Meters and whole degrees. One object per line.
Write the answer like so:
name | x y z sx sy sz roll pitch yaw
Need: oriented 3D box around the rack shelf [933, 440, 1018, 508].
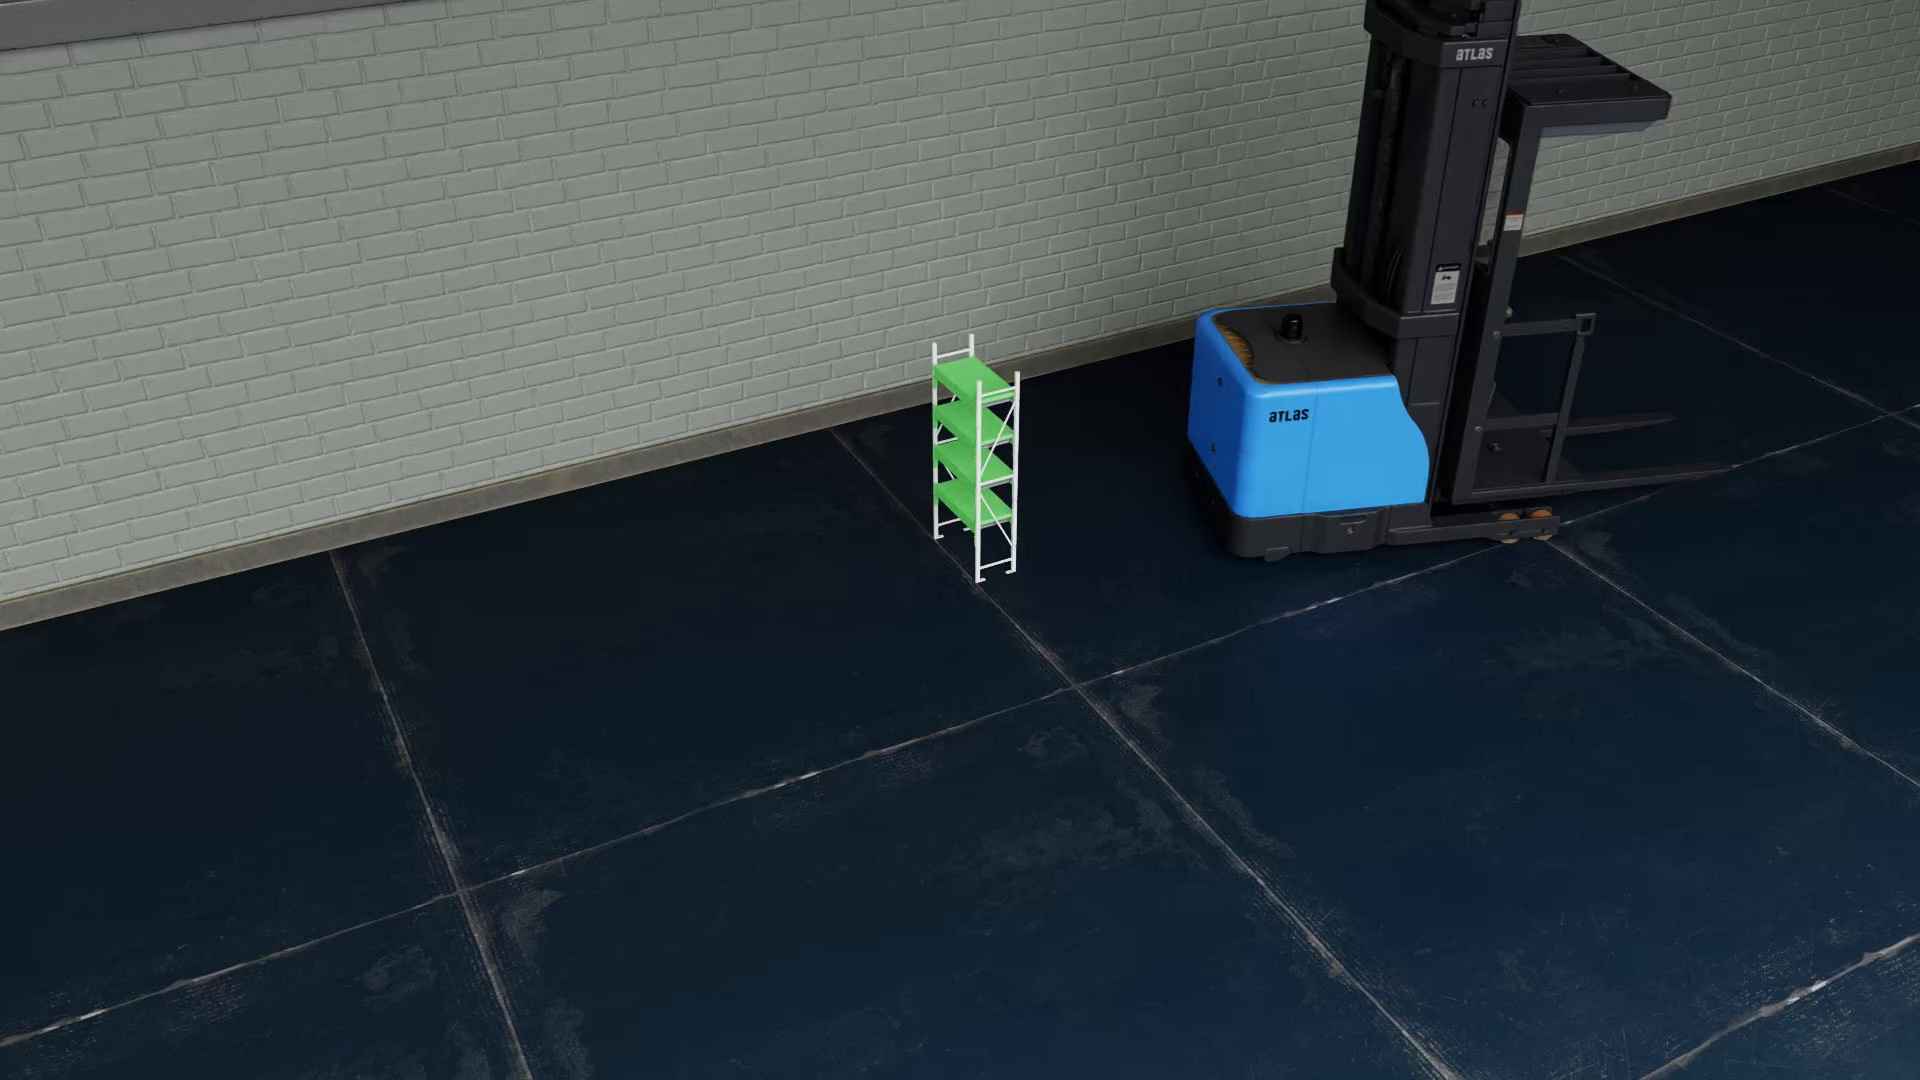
rack shelf | 0.077 -0.372 8.837 0.258 0.148 0.480 -16 36 -23

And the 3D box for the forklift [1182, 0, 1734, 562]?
forklift | 2.866 -1.491 8.860 3.031 2.935 1.130 -5 33 -8

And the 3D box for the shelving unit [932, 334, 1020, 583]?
shelving unit | 0.077 -0.426 8.803 0.258 1.200 0.503 -16 36 -23

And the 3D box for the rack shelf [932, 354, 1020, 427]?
rack shelf | 0.077 -0.777 8.579 0.258 0.148 0.480 -16 36 -23

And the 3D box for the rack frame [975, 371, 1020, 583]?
rack frame | 0.191 -0.310 8.621 0.240 1.200 0.015 -16 36 -23

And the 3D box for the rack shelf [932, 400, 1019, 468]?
rack shelf | 0.077 -0.574 8.708 0.258 0.148 0.480 -16 36 -23

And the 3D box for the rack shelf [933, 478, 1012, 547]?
rack shelf | 0.077 -0.170 8.967 0.258 0.148 0.480 -16 36 -23

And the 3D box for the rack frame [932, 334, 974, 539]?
rack frame | -0.037 -0.543 8.985 0.240 1.200 0.015 -16 36 -23
